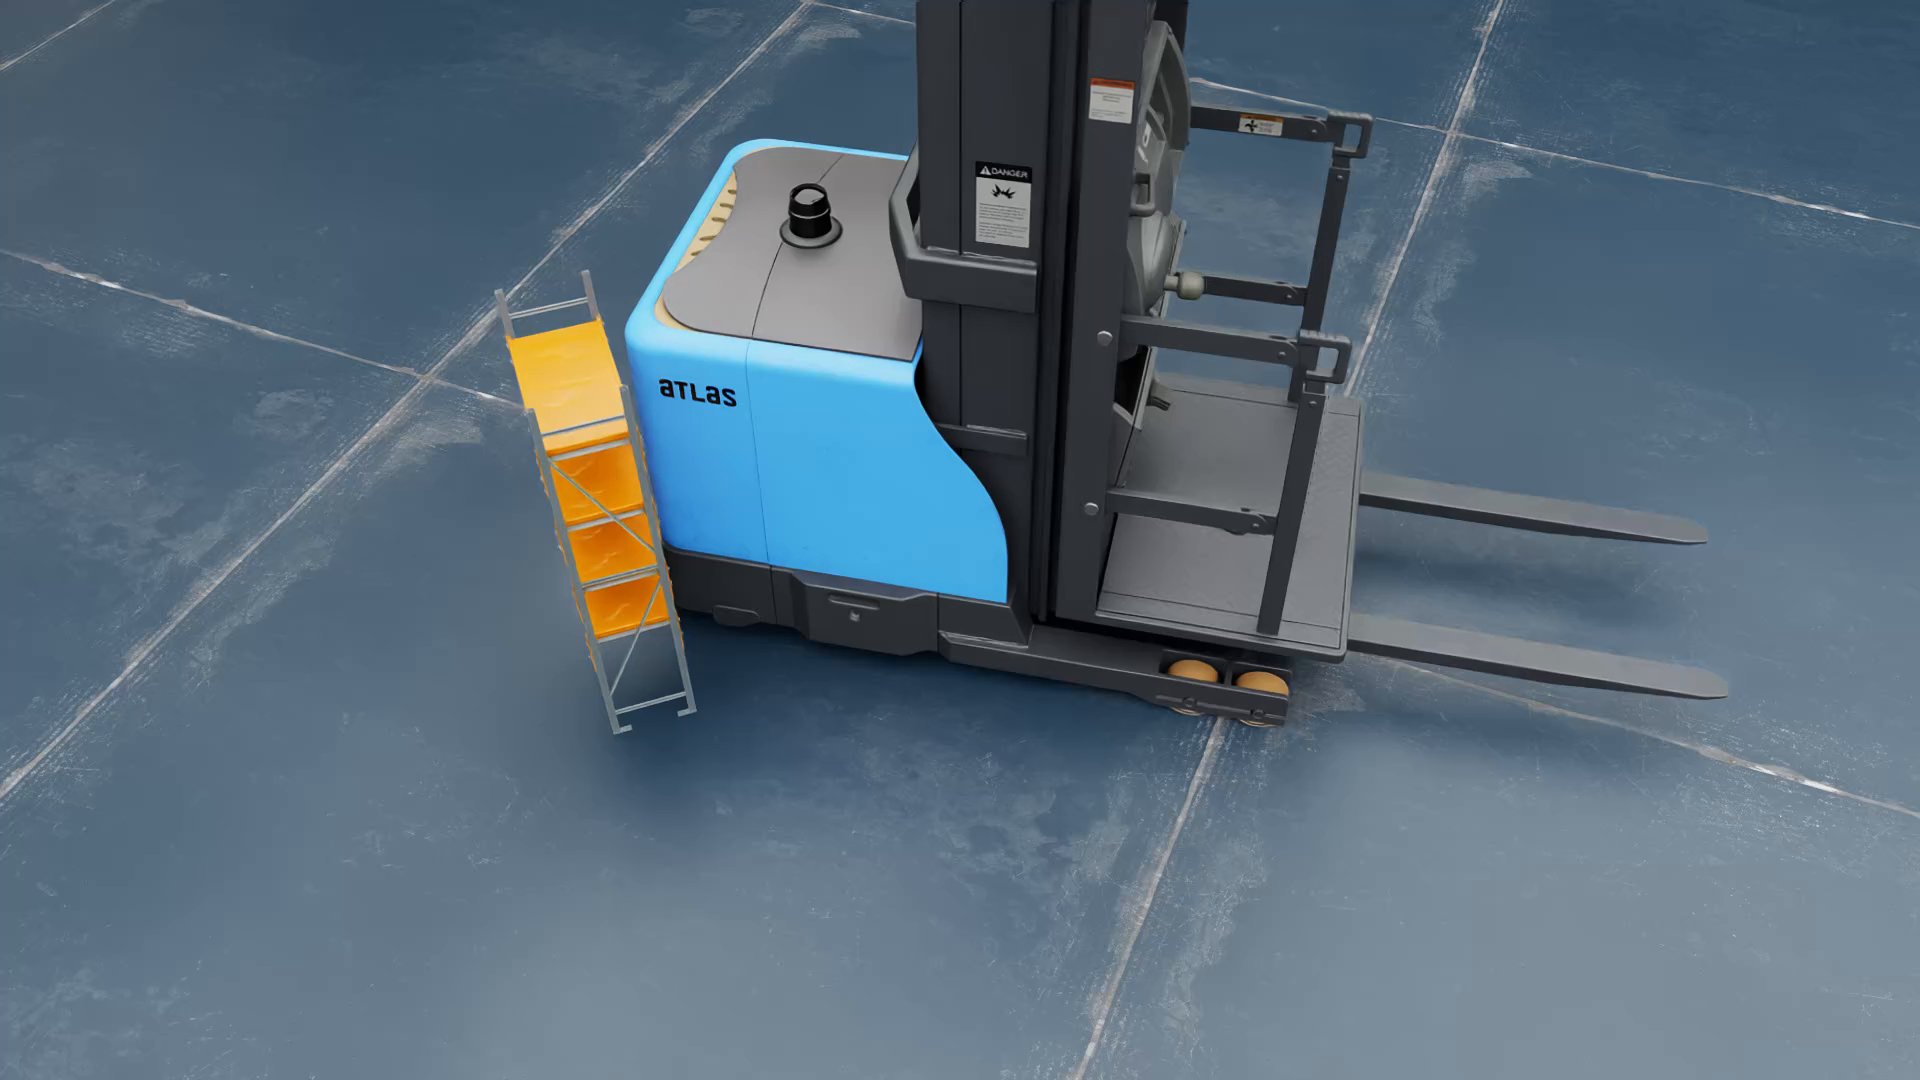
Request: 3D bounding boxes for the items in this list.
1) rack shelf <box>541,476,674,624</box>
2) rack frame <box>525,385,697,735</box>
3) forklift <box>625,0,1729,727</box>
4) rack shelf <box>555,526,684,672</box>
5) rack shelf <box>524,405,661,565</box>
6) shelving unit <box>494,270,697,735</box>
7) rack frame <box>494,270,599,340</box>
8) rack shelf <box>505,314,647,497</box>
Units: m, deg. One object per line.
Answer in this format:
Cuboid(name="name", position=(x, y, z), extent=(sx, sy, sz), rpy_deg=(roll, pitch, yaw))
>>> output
Cuboid(name="rack shelf", position=(-0.960, -0.021, 4.512), extent=(0.258, 0.148, 0.480), rpy_deg=(-15, 47, -13))
Cuboid(name="rack frame", position=(-0.880, 0.094, 4.301), extent=(0.240, 1.200, 0.015), rpy_deg=(-15, 47, -13))
Cuboid(name="forklift", position=(0.683, -0.922, 4.099), extent=(3.031, 2.935, 1.130), rpy_deg=(9, 46, 9))
Cuboid(name="rack shelf", position=(-0.955, 0.118, 4.653), extent=(0.258, 0.148, 0.480), rpy_deg=(-15, 47, -13))
Cuboid(name="rack shelf", position=(-0.964, -0.179, 4.353), extent=(0.258, 0.148, 0.480), rpy_deg=(-15, 47, -13))
Cuboid(name="shelving unit", position=(-0.961, -0.069, 4.464), extent=(0.258, 1.200, 0.503), rpy_deg=(-15, 47, -13))
Cuboid(name="rack frame", position=(-1.043, -0.231, 4.627), extent=(0.240, 1.200, 0.015), rpy_deg=(-15, 47, -13))
Cuboid(name="rack shelf", position=(-0.970, -0.345, 4.185), extent=(0.258, 0.148, 0.480), rpy_deg=(-15, 47, -13))
